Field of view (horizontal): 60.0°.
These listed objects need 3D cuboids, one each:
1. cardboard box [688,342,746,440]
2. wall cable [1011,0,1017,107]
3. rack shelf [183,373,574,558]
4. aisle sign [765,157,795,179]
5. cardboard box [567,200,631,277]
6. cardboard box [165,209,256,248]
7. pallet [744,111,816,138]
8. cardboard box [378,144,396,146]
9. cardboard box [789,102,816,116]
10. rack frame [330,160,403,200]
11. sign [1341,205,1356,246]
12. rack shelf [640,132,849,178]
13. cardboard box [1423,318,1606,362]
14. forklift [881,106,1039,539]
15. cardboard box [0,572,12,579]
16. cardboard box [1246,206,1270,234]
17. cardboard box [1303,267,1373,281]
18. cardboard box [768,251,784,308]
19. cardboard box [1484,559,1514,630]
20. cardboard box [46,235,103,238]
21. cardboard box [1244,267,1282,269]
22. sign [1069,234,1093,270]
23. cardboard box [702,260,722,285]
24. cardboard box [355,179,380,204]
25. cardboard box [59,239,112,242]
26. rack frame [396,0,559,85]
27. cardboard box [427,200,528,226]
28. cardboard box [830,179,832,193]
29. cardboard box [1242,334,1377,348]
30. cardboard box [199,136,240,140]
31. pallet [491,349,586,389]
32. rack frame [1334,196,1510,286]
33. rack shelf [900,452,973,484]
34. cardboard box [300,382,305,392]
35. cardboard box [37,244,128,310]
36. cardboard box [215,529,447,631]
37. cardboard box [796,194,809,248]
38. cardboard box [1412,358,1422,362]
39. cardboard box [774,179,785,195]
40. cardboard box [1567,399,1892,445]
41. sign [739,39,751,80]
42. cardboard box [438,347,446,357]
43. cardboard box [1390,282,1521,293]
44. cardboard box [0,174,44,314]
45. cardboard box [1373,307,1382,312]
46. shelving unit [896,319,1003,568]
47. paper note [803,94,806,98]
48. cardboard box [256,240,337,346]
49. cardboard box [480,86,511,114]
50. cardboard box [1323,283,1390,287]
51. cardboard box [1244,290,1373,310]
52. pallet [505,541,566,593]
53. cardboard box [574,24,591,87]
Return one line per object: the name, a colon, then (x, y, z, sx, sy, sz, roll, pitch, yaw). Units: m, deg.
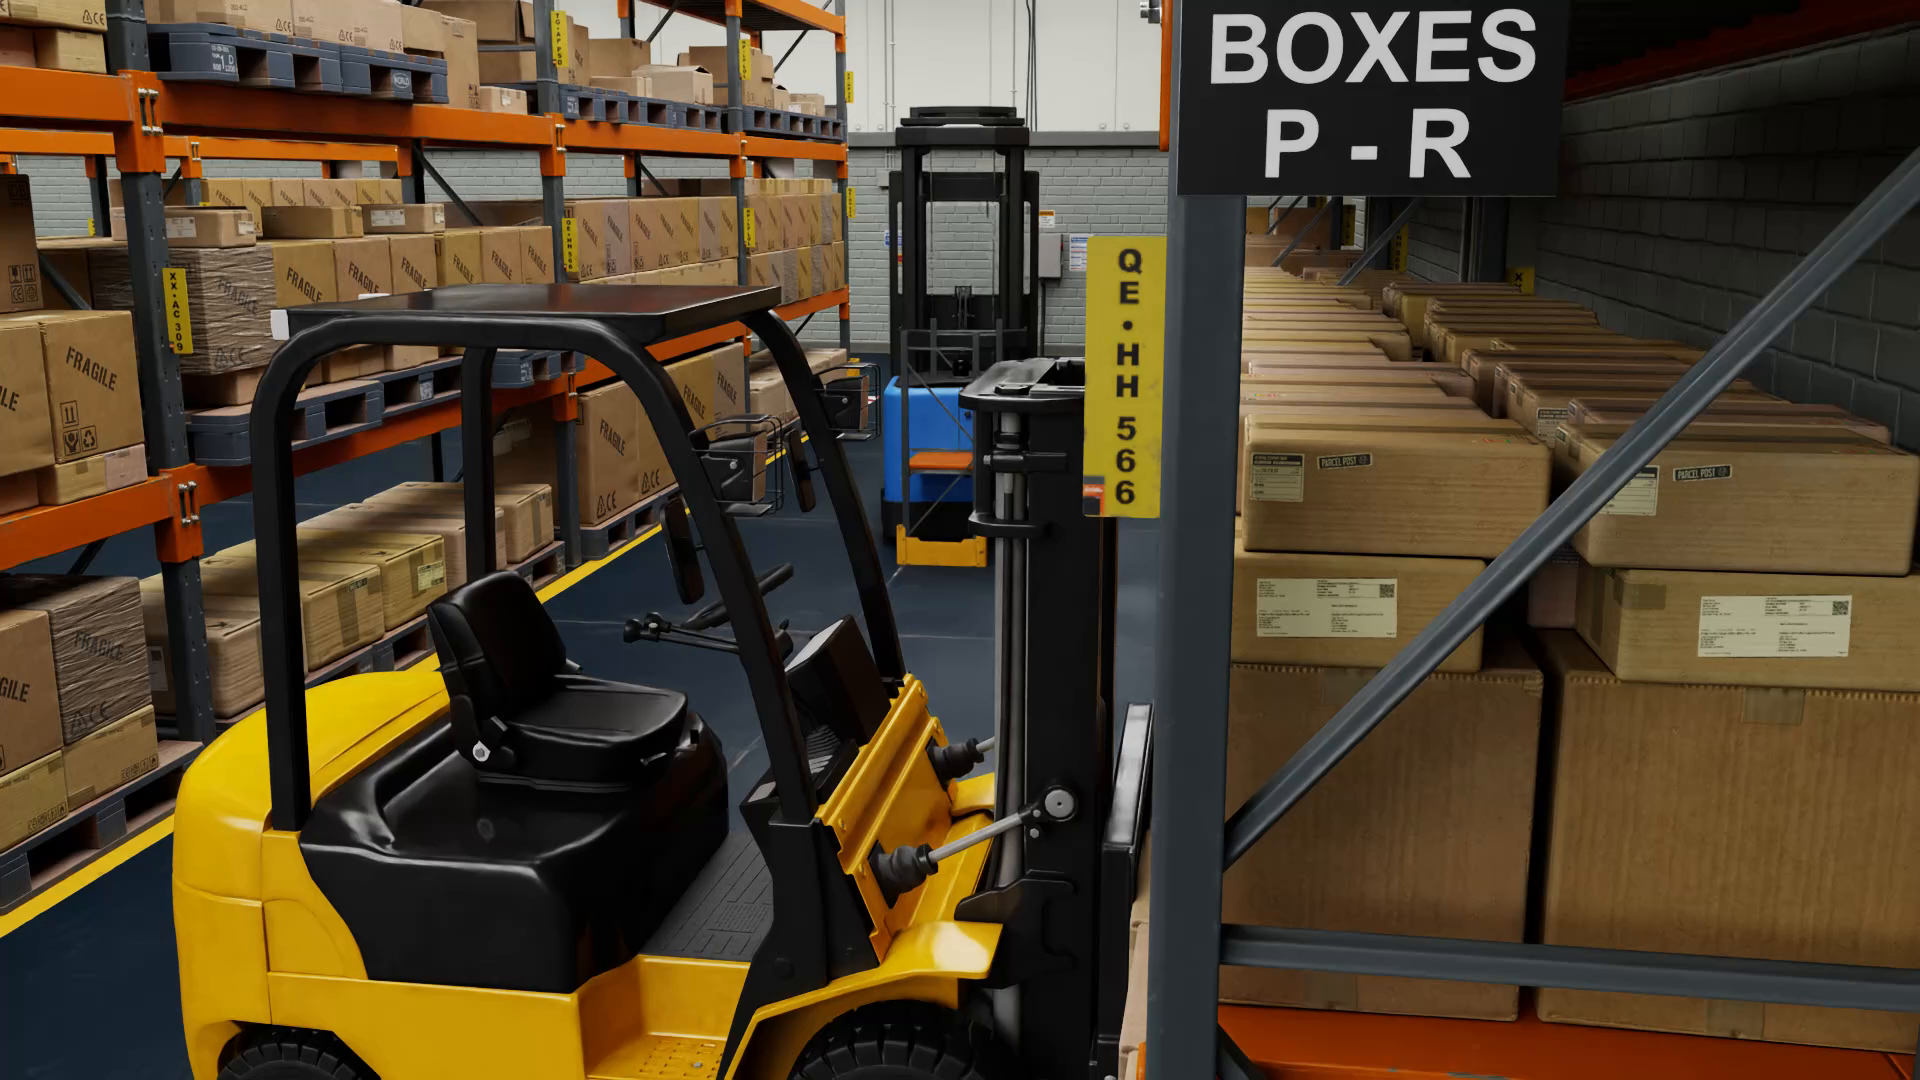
cardboard box: (-2.347, -1.177, 13.881, 0.875, 0.875, 0.875, 2, 12, 10)
wall cable: (-0.376, -7.076, 22.965, 2.355, 3.000, 0.029, 2, 12, 9)
rack shelf: (-3.254, -0.541, 8.593, 1.077, 0.370, 4.000, 2, 12, 9)
aisle sign: (-1.991, -4.270, 18.015, 0.394, 0.787, 0.004, 2, 12, 9)
cardboard box: (-2.562, -2.045, 11.253, 0.500, 0.500, 0.500, 2, 12, 9)
cardboard box: (-3.139, -1.280, 6.832, 0.380, 0.149, 0.250, 2, 12, 8)
pallet: (-2.005, -3.988, 15.969, 1.003, 0.211, 1.213, 2, 12, 9)
cardboard box: (-6.431, -4.404, 18.043, 0.500, 0.250, 0.500, 2, 12, 7)
cardboard box: (-1.681, -4.386, 16.966, 0.380, 0.149, 0.250, 1, 12, 4)
rack frame: (-6.622, -3.114, 18.823, 1.000, 3.000, 0.127, 2, 12, 9)
sign: (3.123, -2.531, 13.368, 0.100, 0.325, 0.005, 2, 12, 9)
rack shelf: (-2.023, -3.673, 16.004, 1.077, 0.370, 4.000, 2, 12, 9)
cardboard box: (1.295, -0.434, 3.906, 0.380, 0.149, 0.250, 2, 12, 10)
forklift: (0.036, -1.700, 12.426, 1.130, 2.935, 3.031, 0, 12, 2)
cardboard box: (-3.919, 0.410, 6.222, 0.500, 0.500, 0.500, 2, 12, 11)
cardboard box: (2.623, -2.855, 15.492, 0.500, 0.500, 0.500, 2, 12, 10)
cardboard box: (2.109, -1.441, 9.282, 0.380, 0.149, 0.250, 2, 12, 10)
cardboard box: (-1.919, -2.385, 15.201, 0.500, 0.500, 0.500, 2, 12, 9)
cardboard box: (1.138, 0.264, 2.911, 0.500, 0.500, 0.500, 2, 12, 10)
cardboard box: (-7.753, -2.587, 14.567, 0.380, 0.149, 0.250, 3, 12, 12)
cardboard box: (1.619, -1.458, 9.363, 0.380, 0.149, 0.250, 2, 12, 10)
sign: (1.702, -4.031, 23.305, 0.329, 0.494, 0.001, 2, 12, 9)
cardboard box: (-2.228, -2.109, 13.329, 0.500, 0.250, 0.500, 2, 12, 10)
cardboard box: (-6.525, -3.588, 17.707, 0.500, 0.500, 0.500, 1, 12, 7)
cardboard box: (-7.229, -2.400, 13.699, 0.380, 0.149, 0.250, 2, 12, 8)
rack frame: (-2.946, -4.242, 9.817, 1.000, 3.000, 0.127, 2, 12, 9)
cardboard box: (-3.125, -1.963, 10.871, 0.500, 0.500, 0.500, 2, 12, 7)
cardboard box: (-1.573, -3.748, 17.615, 0.380, 0.149, 0.250, 2, 12, 9)
cardboard box: (0.673, -0.346, 3.494, 0.380, 0.149, 0.250, 2, 12, 10)
cardboard box: (-6.906, -3.762, 15.066, 0.500, 0.250, 0.500, 3, 12, 12)
pallet: (-2.950, -1.064, 9.764, 1.213, 0.211, 1.003, 2, 12, 9)
rack frame: (1.344, -0.317, 5.842, 1.000, 3.000, 0.127, 2, 12, 9)
rack shelf: (-0.037, -0.498, 11.092, 0.538, 0.185, 1.000, 2, 12, 9)
cardboard box: (-3.117, -0.716, 7.293, 0.380, 0.149, 0.250, 2, 12, 10)
cardboard box: (-3.717, -0.980, 6.980, 0.500, 0.500, 0.500, 2, 12, 8)
cardboard box: (-3.271, 0.199, 8.691, 0.950, 0.372, 0.625, 2, 12, 11)
cardboard box: (-1.764, -3.087, 16.087, 0.500, 0.500, 0.500, 2, 12, 8)
cardboard box: (1.363, -0.395, 4.431, 0.380, 0.149, 0.250, 2, 12, 11)
cardboard box: (-1.836, -3.267, 15.380, 0.380, 0.149, 0.250, 2, 12, 7)
cardboard box: (1.094, -0.112, 2.408, 0.380, 0.149, 0.250, 2, 12, 11)
sign: (-1.793, -3.999, 13.837, 0.100, 0.325, 0.005, 2, 12, 9)
cardboard box: (-2.966, -1.046, 8.825, 0.380, 0.149, 0.250, 2, 12, 9)
cardboard box: (1.593, -0.752, 5.378, 0.380, 0.149, 0.250, 2, 12, 9)
cardboard box: (-3.843, -1.075, 6.045, 0.700, 0.500, 0.500, 2, 12, 8)
cardboard box: (1.703, -0.803, 6.322, 0.380, 0.149, 0.250, 1, 12, 7)
shelving unit: (-0.037, -0.676, 11.063, 0.587, 1.500, 1.083, 2, 12, 9)
paper note: (-1.464, -4.192, 15.699, 0.006, 0.032, 0.123, 2, 12, 9)
cardboard box: (-3.129, -1.069, 7.392, 0.500, 0.500, 0.500, 2, 12, 9)
cardboard box: (-2.817, -2.528, 9.582, 0.380, 0.149, 0.250, 2, 12, 9)
cardboard box: (1.892, -1.121, 7.797, 0.380, 0.149, 0.250, 2, 12, 10)
cardboard box: (1.020, -0.660, 4.955, 0.380, 0.149, 0.250, 2, 12, 8)
pallet: (-3.068, 0.216, 9.988, 1.003, 0.211, 1.213, 2, 12, 9)
cardboard box: (-2.962, -3.406, 11.824, 0.500, 0.500, 0.500, 2, 12, 9)
